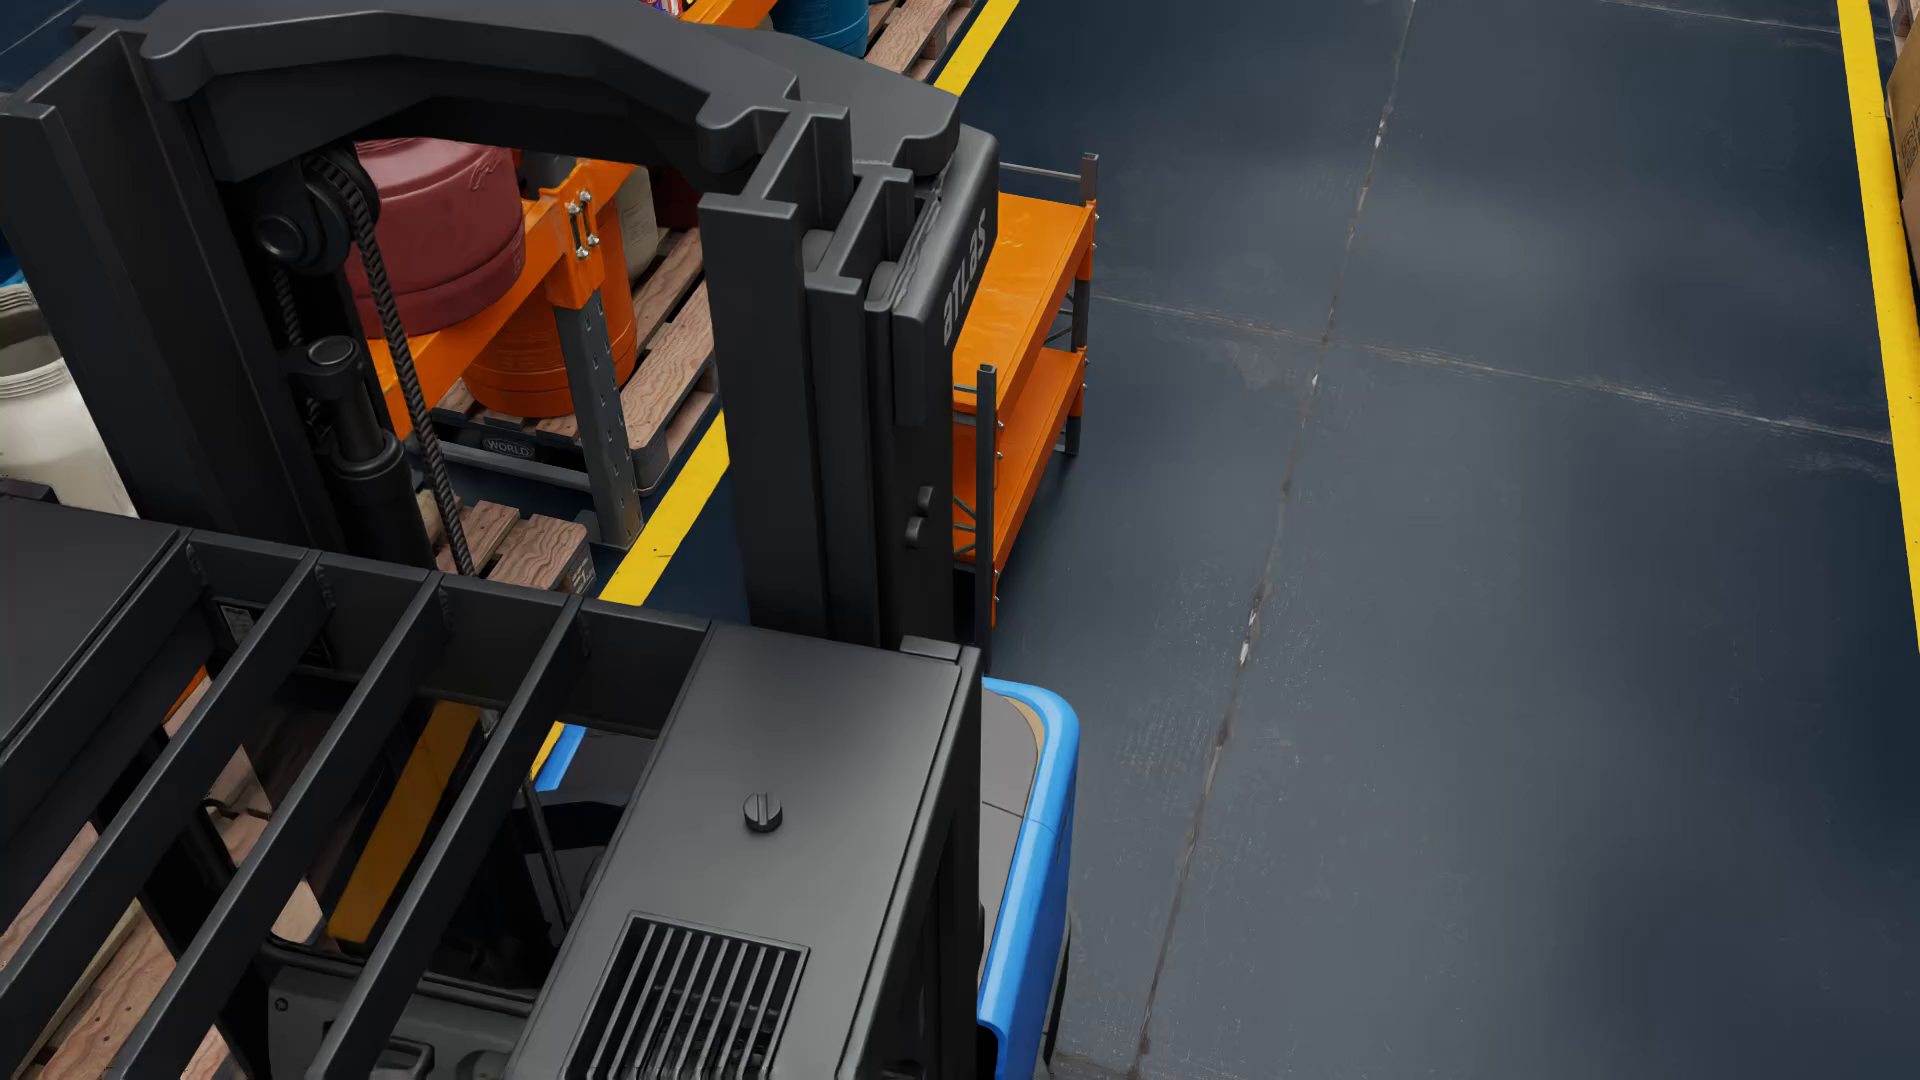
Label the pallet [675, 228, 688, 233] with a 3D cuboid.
[{"bbox_3d":[-0.926,-1.525,6.658,1.003,0.211,1.213,13,46,13],"label":"pallet"}]

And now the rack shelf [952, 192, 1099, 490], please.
[{"bbox_3d":[0.002,-0.616,4.656,0.538,0.278,1.000,13,46,13],"label":"rack shelf"}]

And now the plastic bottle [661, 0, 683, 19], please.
[{"bbox_3d":[-0.917,-1.661,4.891,0.152,0.276,0.135,13,46,13],"label":"plastic bottle"}]

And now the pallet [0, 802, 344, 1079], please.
[{"bbox_3d":[-2.140,1.138,3.936,1.003,0.211,1.213,13,46,13],"label":"pallet"}]

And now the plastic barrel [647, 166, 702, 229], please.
[{"bbox_3d":[-1.023,-1.548,6.111,0.600,0.588,0.708,13,46,13],"label":"plastic barrel"}]

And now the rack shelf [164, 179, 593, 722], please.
[{"bbox_3d":[-2.102,0.413,3.197,1.077,0.370,4.000,13,46,13],"label":"rack shelf"}]

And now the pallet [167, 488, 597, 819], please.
[{"bbox_3d":[-1.768,0.328,4.764,1.003,0.211,1.213,13,46,13],"label":"pallet"}]

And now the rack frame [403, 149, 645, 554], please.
[{"bbox_3d":[-1.497,-1.177,4.308,1.000,3.000,0.127,13,46,13],"label":"rack frame"}]

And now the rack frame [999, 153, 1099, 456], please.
[{"bbox_3d":[0.156,-0.745,5.207,0.500,1.125,0.032,13,46,13],"label":"rack frame"}]

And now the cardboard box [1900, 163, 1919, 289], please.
[{"bbox_3d":[3.991,-1.158,5.508,1.225,0.875,0.875,11,45,11],"label":"cardboard box"}]

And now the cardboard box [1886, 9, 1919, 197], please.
[{"bbox_3d":[4.260,-1.754,6.117,1.225,0.875,0.875,13,46,13],"label":"cardboard box"}]

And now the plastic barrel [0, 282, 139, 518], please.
[{"bbox_3d":[-1.732,-0.205,3.235,0.421,0.512,0.421,0,44,0],"label":"plastic barrel"}]

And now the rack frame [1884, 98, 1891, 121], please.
[{"bbox_3d":[4.435,-2.794,5.961,1.000,3.000,0.127,13,46,13],"label":"rack frame"}]

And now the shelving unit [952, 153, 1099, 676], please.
[{"bbox_3d":[0.002,-0.407,4.861,0.538,1.125,1.048,13,46,13],"label":"shelving unit"}]

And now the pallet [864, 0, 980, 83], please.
[{"bbox_3d":[-0.559,-2.341,7.491,1.003,0.211,1.213,13,46,13],"label":"pallet"}]

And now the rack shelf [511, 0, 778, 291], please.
[{"bbox_3d":[-0.891,-2.253,5.922,1.077,0.370,4.000,13,46,13],"label":"rack shelf"}]

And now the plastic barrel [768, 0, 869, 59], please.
[{"bbox_3d":[-0.681,-2.412,6.770,0.600,0.901,0.708,13,46,13],"label":"plastic barrel"}]

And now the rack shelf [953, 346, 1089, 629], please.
[{"bbox_3d":[0.002,-0.232,5.032,0.538,0.278,1.000,13,46,13],"label":"rack shelf"}]

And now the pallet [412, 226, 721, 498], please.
[{"bbox_3d":[-1.298,-0.715,5.829,1.003,0.211,1.213,13,46,13],"label":"pallet"}]

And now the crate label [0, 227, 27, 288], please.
[{"bbox_3d":[-2.055,-0.585,3.677,0.502,0.435,0.616,13,46,13],"label":"crate label"}]

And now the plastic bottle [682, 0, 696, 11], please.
[{"bbox_3d":[-0.833,-1.743,4.970,0.061,0.283,0.133,13,46,13],"label":"plastic bottle"}]

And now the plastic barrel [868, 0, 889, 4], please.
[{"bbox_3d":[-0.466,-2.884,7.253,0.600,0.901,0.708,13,46,13],"label":"plastic barrel"}]

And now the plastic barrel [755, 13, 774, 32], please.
[{"bbox_3d":[-0.937,-1.916,6.541,0.421,0.512,0.421,0,44,0],"label":"plastic barrel"}]

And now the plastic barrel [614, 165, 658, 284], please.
[{"bbox_3d":[-1.279,-1.163,5.772,0.421,0.512,0.421,0,44,0],"label":"plastic barrel"}]

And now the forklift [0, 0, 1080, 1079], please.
[{"bbox_3d":[-0.575,0.959,2.174,1.130,2.935,3.031,9,45,9],"label":"forklift"}]

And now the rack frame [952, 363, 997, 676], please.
[{"bbox_3d":[-0.152,-0.068,4.515,0.500,1.125,0.032,13,46,13],"label":"rack frame"}]

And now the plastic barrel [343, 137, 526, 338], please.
[{"bbox_3d":[-1.348,-0.852,3.879,0.600,0.536,0.708,13,46,13],"label":"plastic barrel"}]

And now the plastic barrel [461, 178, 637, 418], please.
[{"bbox_3d":[-1.365,-0.881,5.257,0.600,0.830,0.708,13,46,13],"label":"plastic barrel"}]

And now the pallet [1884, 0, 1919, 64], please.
[{"bbox_3d":[4.740,-2.288,7.437,1.003,0.211,1.213,13,46,13],"label":"pallet"}]

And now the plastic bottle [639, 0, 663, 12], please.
[{"bbox_3d":[-0.915,-1.565,4.788,0.061,0.283,0.133,13,46,13],"label":"plastic bottle"}]
